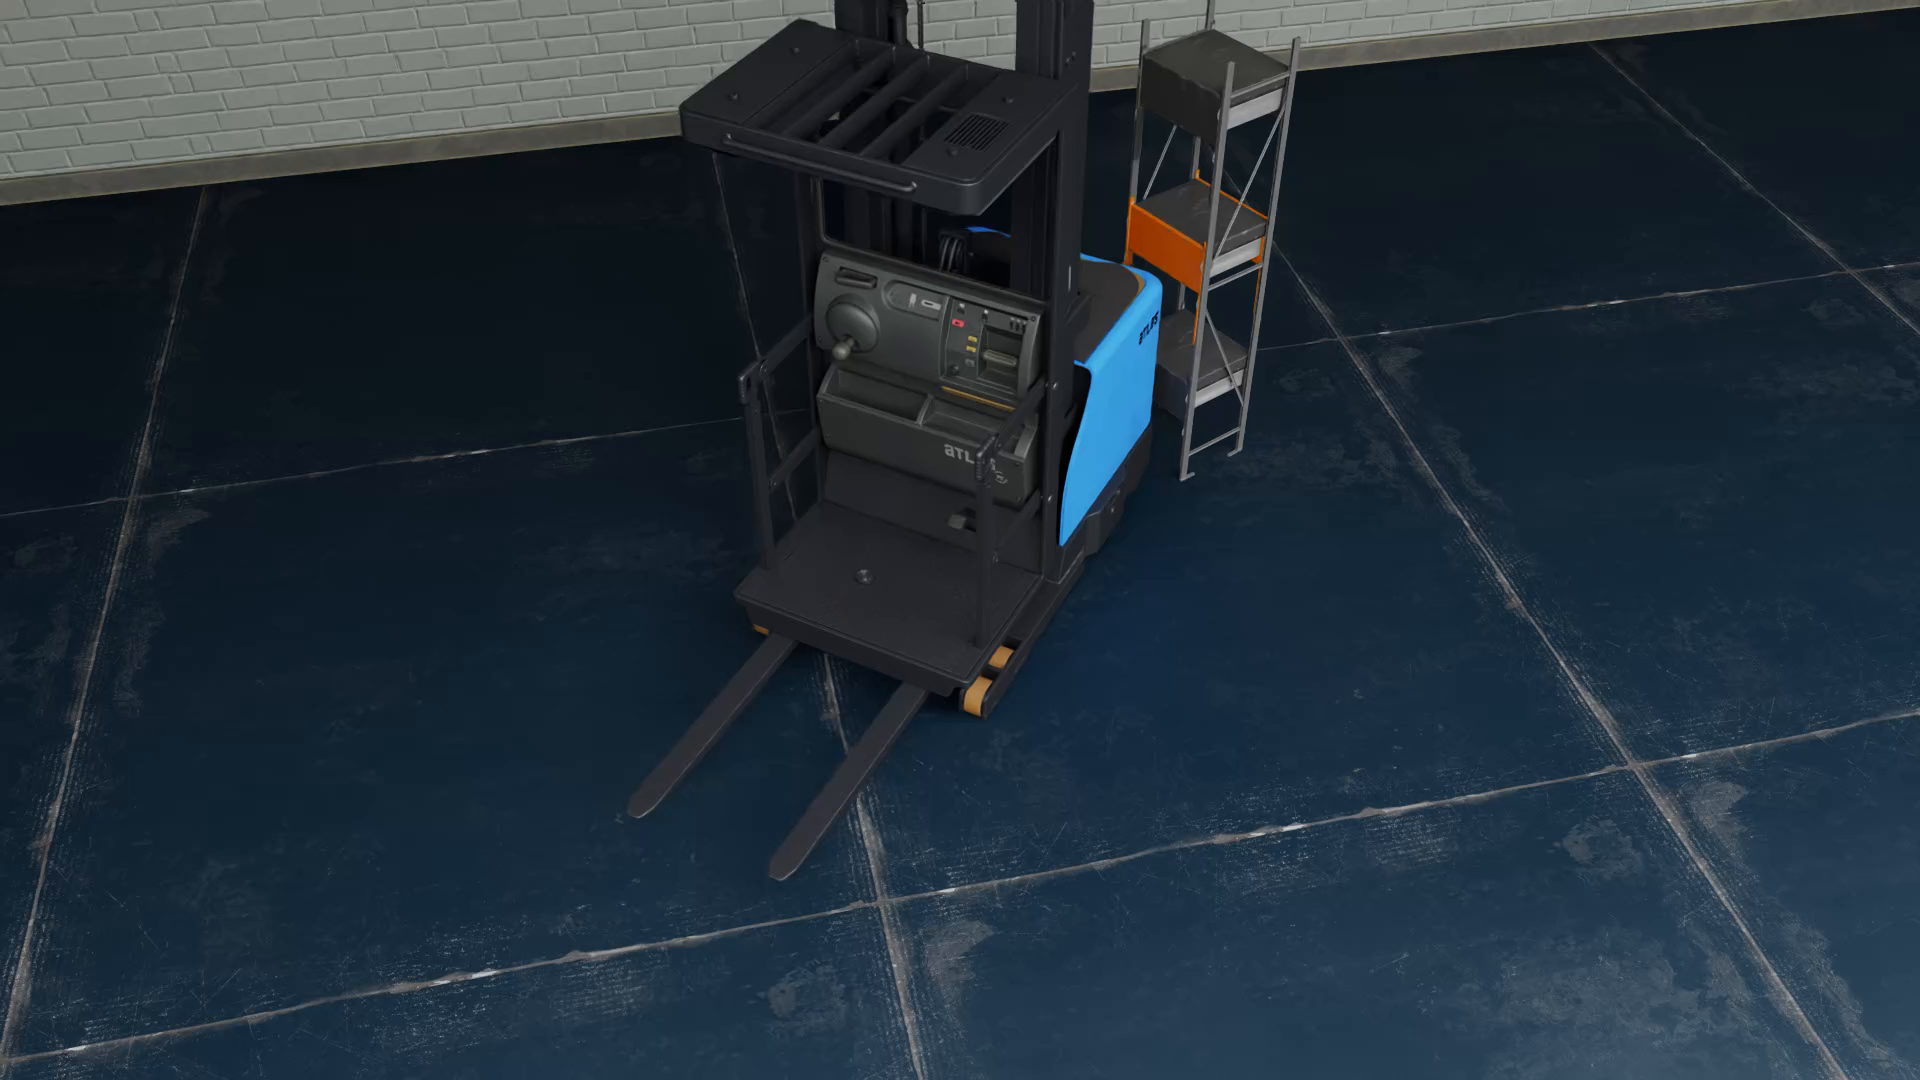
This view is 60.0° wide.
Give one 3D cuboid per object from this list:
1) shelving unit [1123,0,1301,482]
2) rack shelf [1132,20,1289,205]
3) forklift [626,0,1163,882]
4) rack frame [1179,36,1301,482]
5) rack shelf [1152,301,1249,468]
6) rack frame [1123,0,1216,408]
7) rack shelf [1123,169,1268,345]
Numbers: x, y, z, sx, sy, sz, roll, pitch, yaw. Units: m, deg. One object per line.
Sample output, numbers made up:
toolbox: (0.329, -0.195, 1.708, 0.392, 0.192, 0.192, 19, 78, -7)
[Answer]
shelving unit: (1.049, -1.271, 7.382, 0.431, 2.100, 0.503, -27, 48, -27)
rack shelf: (1.049, -1.785, 6.927, 0.431, 0.518, 0.480, -27, 48, -27)
forklift: (-0.230, -0.724, 6.139, 1.130, 2.935, 3.031, 19, 45, 20)
rack frame: (1.196, -1.142, 7.237, 0.400, 2.100, 0.015, -27, 48, -27)
rack shelf: (1.049, -0.738, 7.856, 0.431, 0.518, 0.480, -27, 48, -27)
rack frame: (0.902, -1.401, 7.528, 0.400, 2.100, 0.015, -27, 48, -27)
rack shelf: (1.049, -1.261, 7.391, 0.431, 0.518, 0.480, -27, 48, -27)
